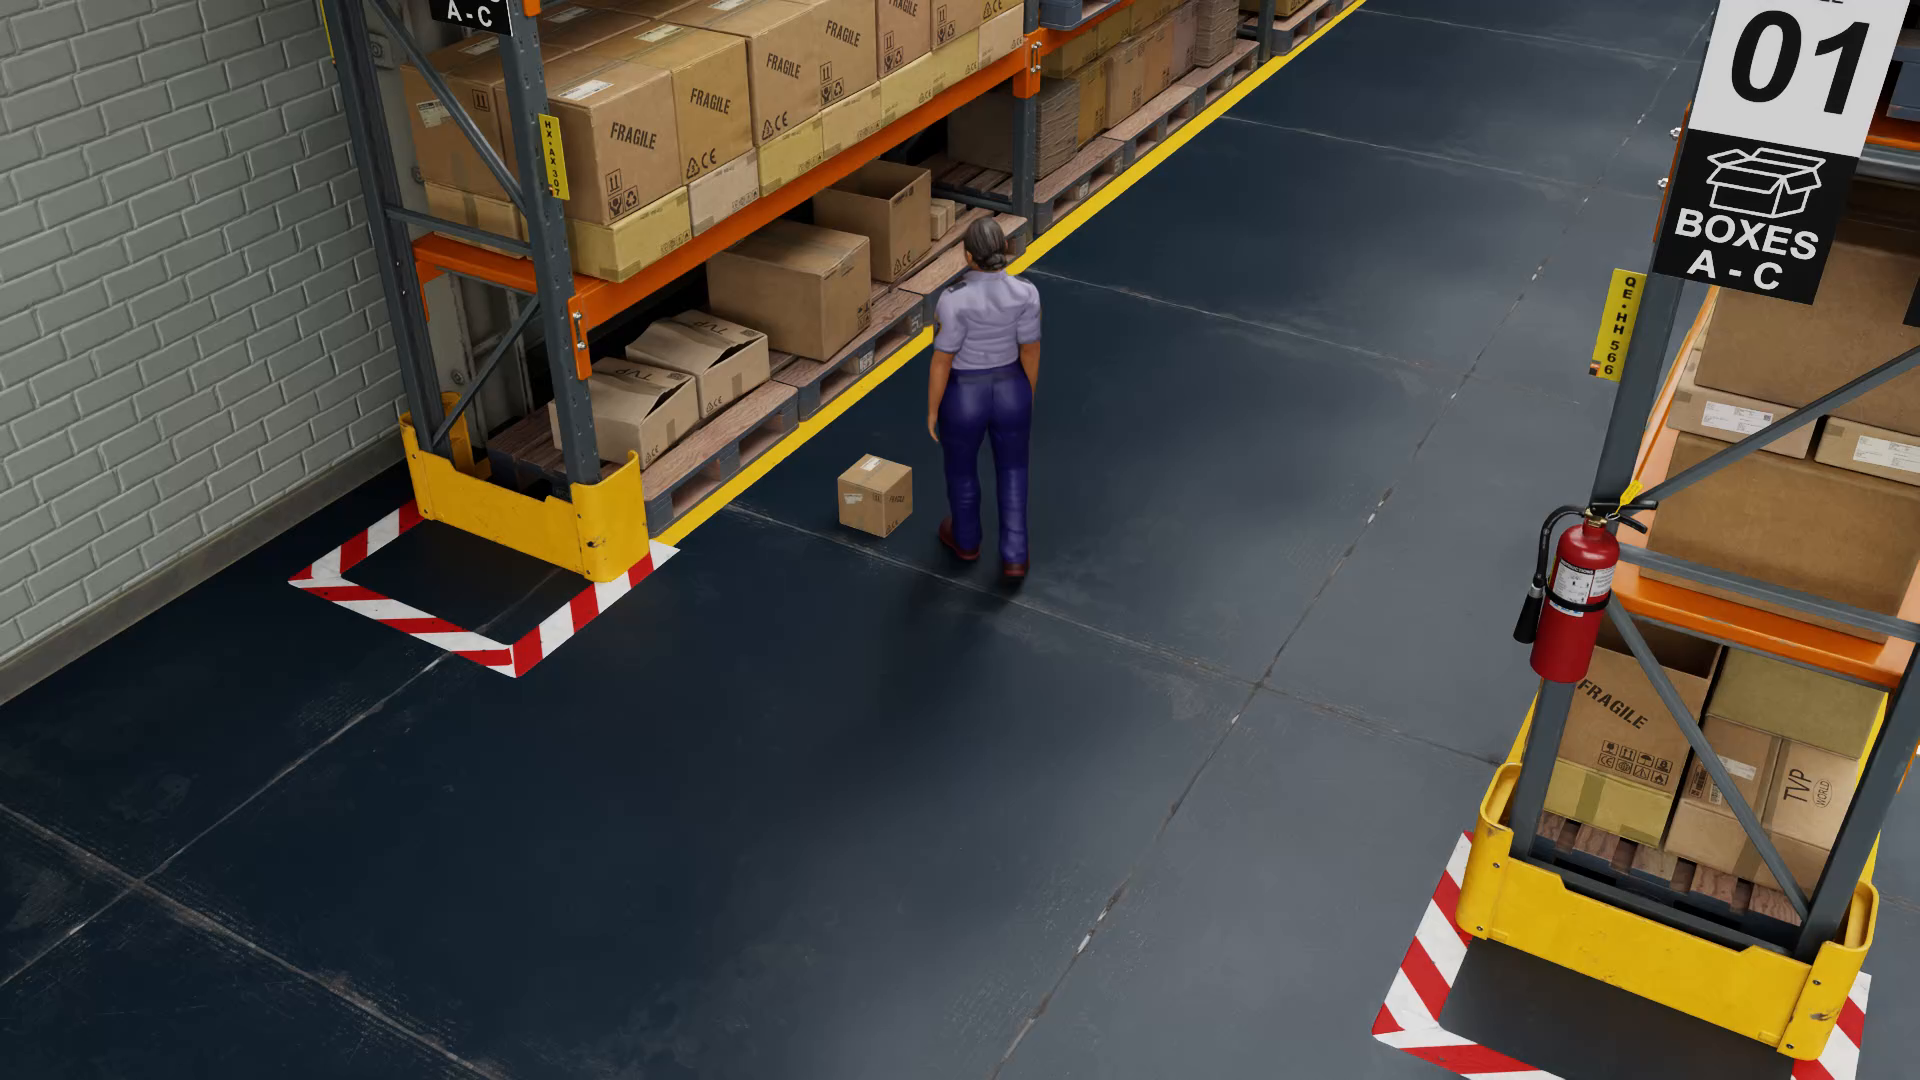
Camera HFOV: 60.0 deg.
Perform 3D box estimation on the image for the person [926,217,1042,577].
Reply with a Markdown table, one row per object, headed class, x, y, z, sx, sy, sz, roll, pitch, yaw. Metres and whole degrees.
| class | x | y | z | sx | sy | sz | roll | pitch | yaw |
| --- | --- | --- | --- | --- | --- | --- | --- | --- | --- |
| person | 0.082 | -0.594 | 7.009 | 0.494 | 1.642 | 0.577 | -11 | 36 | -15 |
